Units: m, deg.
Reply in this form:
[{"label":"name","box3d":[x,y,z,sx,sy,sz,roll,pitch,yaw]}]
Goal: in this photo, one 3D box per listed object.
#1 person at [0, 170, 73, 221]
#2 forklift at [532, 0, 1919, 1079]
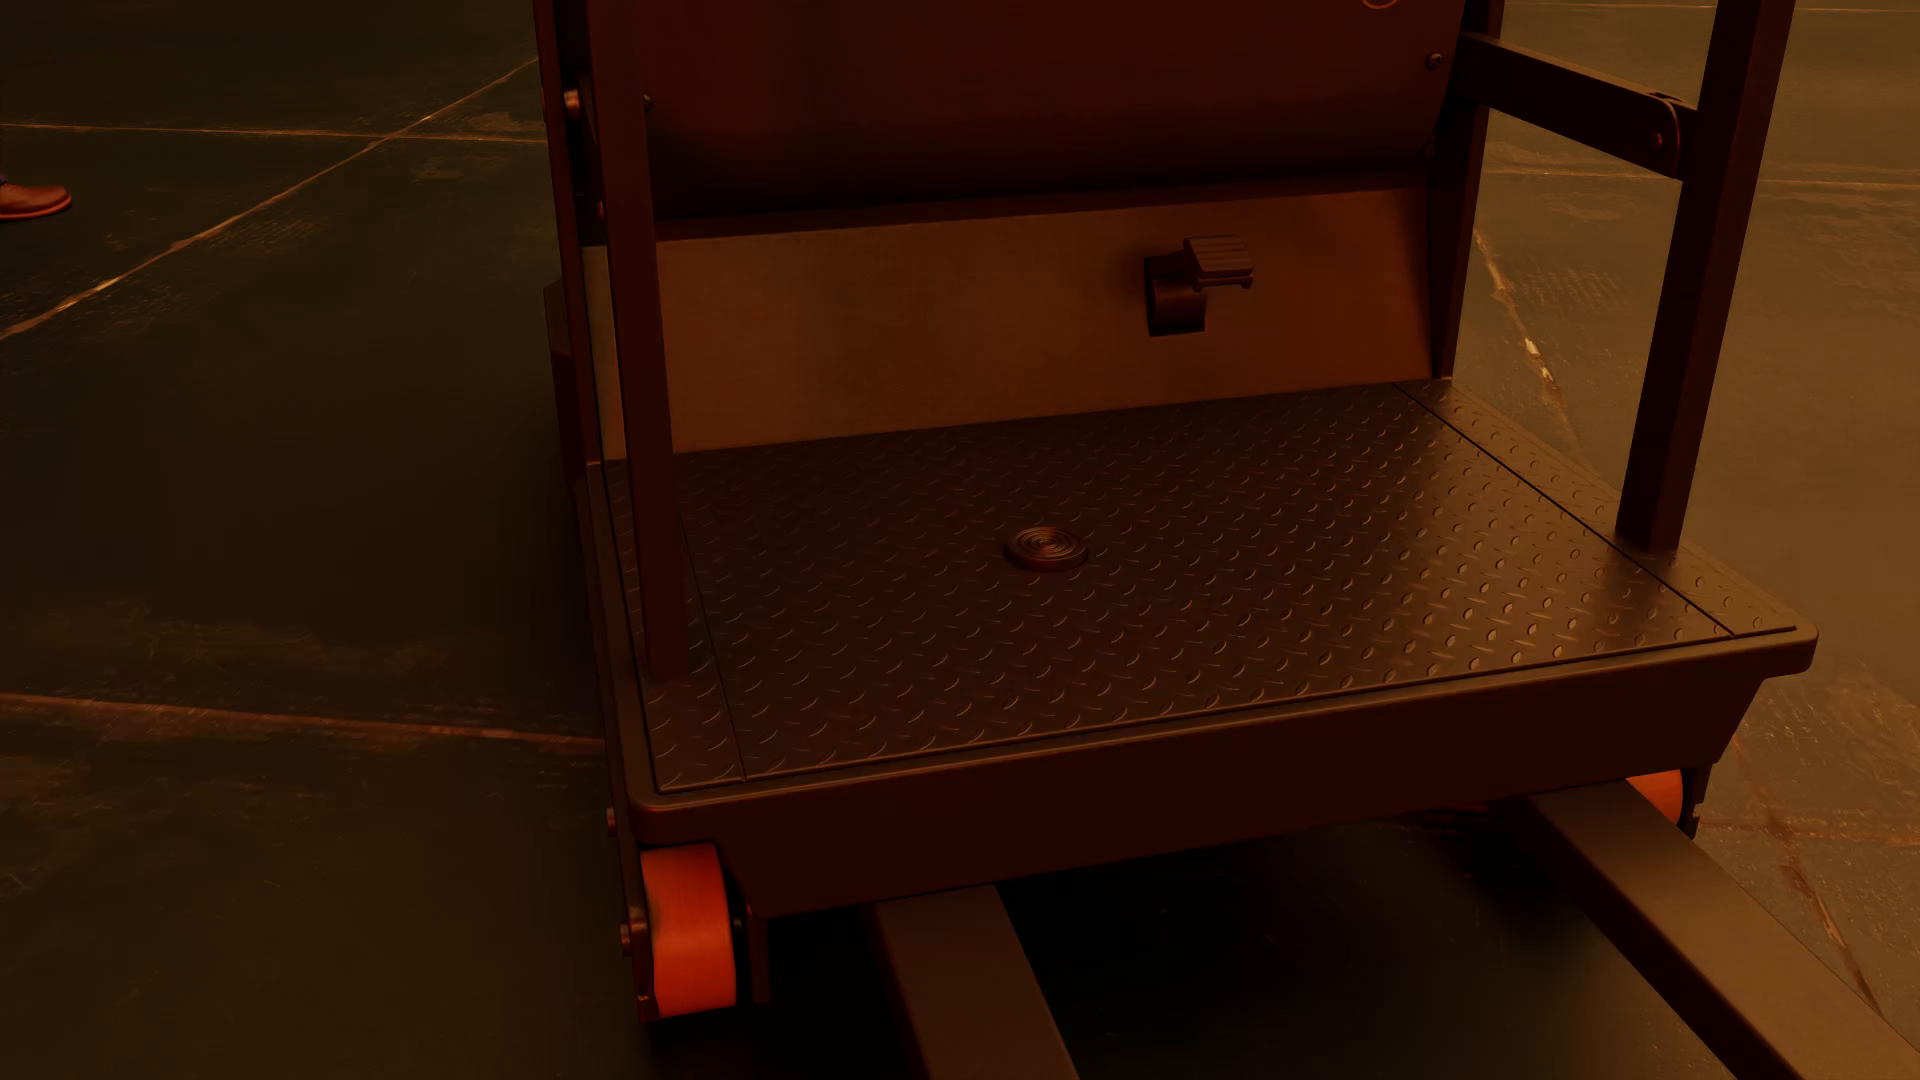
[{"label":"person","box3d":[-2.492,-1.553,3.776,0.482,1.650,0.340,12,29,23]},{"label":"forklift","box3d":[0.153,-1.049,1.319,1.130,2.935,3.031,-7,27,-13]}]
